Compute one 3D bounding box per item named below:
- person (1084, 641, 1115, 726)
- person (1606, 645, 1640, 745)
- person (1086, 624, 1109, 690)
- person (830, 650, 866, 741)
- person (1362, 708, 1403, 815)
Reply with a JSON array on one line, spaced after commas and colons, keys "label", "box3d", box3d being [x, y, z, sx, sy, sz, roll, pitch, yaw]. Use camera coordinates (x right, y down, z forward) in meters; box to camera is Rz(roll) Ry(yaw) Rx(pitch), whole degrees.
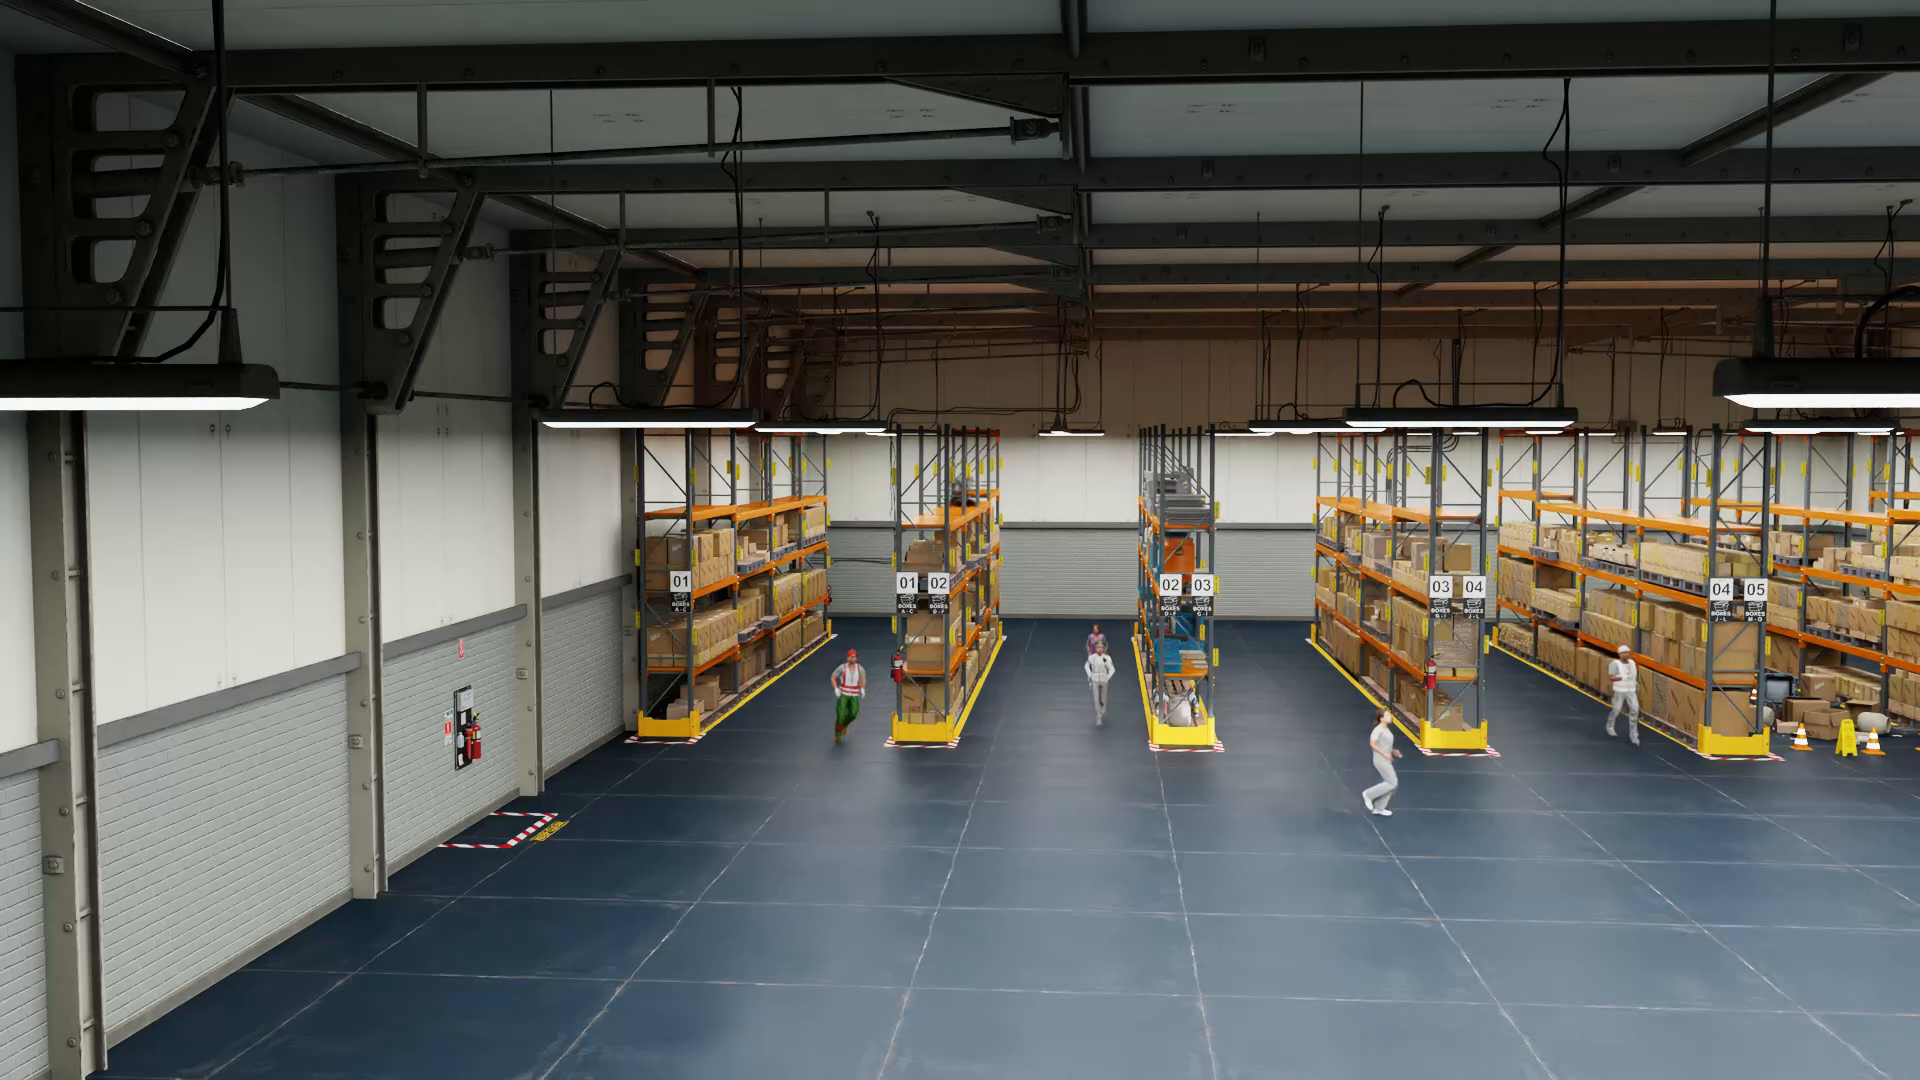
[{"label": "person", "box3d": [2.811, 2.860, 33.540, 0.618, 1.687, 0.781, 0, 3, 7]}, {"label": "person", "box3d": [12.562, 2.903, 31.474, 0.667, 1.836, 0.828, 0, 3, -7]}, {"label": "person", "box3d": [3.067, 2.670, 37.268, 0.521, 1.567, 0.540, 0, 4, 7]}, {"label": "person", "box3d": [-2.096, 2.947, 31.552, 0.711, 1.730, 0.537, -1, 4, -15]}, {"label": "person", "box3d": [6.424, 3.366, 25.290, 0.554, 1.624, 0.546, 2, 4, 27]}]
